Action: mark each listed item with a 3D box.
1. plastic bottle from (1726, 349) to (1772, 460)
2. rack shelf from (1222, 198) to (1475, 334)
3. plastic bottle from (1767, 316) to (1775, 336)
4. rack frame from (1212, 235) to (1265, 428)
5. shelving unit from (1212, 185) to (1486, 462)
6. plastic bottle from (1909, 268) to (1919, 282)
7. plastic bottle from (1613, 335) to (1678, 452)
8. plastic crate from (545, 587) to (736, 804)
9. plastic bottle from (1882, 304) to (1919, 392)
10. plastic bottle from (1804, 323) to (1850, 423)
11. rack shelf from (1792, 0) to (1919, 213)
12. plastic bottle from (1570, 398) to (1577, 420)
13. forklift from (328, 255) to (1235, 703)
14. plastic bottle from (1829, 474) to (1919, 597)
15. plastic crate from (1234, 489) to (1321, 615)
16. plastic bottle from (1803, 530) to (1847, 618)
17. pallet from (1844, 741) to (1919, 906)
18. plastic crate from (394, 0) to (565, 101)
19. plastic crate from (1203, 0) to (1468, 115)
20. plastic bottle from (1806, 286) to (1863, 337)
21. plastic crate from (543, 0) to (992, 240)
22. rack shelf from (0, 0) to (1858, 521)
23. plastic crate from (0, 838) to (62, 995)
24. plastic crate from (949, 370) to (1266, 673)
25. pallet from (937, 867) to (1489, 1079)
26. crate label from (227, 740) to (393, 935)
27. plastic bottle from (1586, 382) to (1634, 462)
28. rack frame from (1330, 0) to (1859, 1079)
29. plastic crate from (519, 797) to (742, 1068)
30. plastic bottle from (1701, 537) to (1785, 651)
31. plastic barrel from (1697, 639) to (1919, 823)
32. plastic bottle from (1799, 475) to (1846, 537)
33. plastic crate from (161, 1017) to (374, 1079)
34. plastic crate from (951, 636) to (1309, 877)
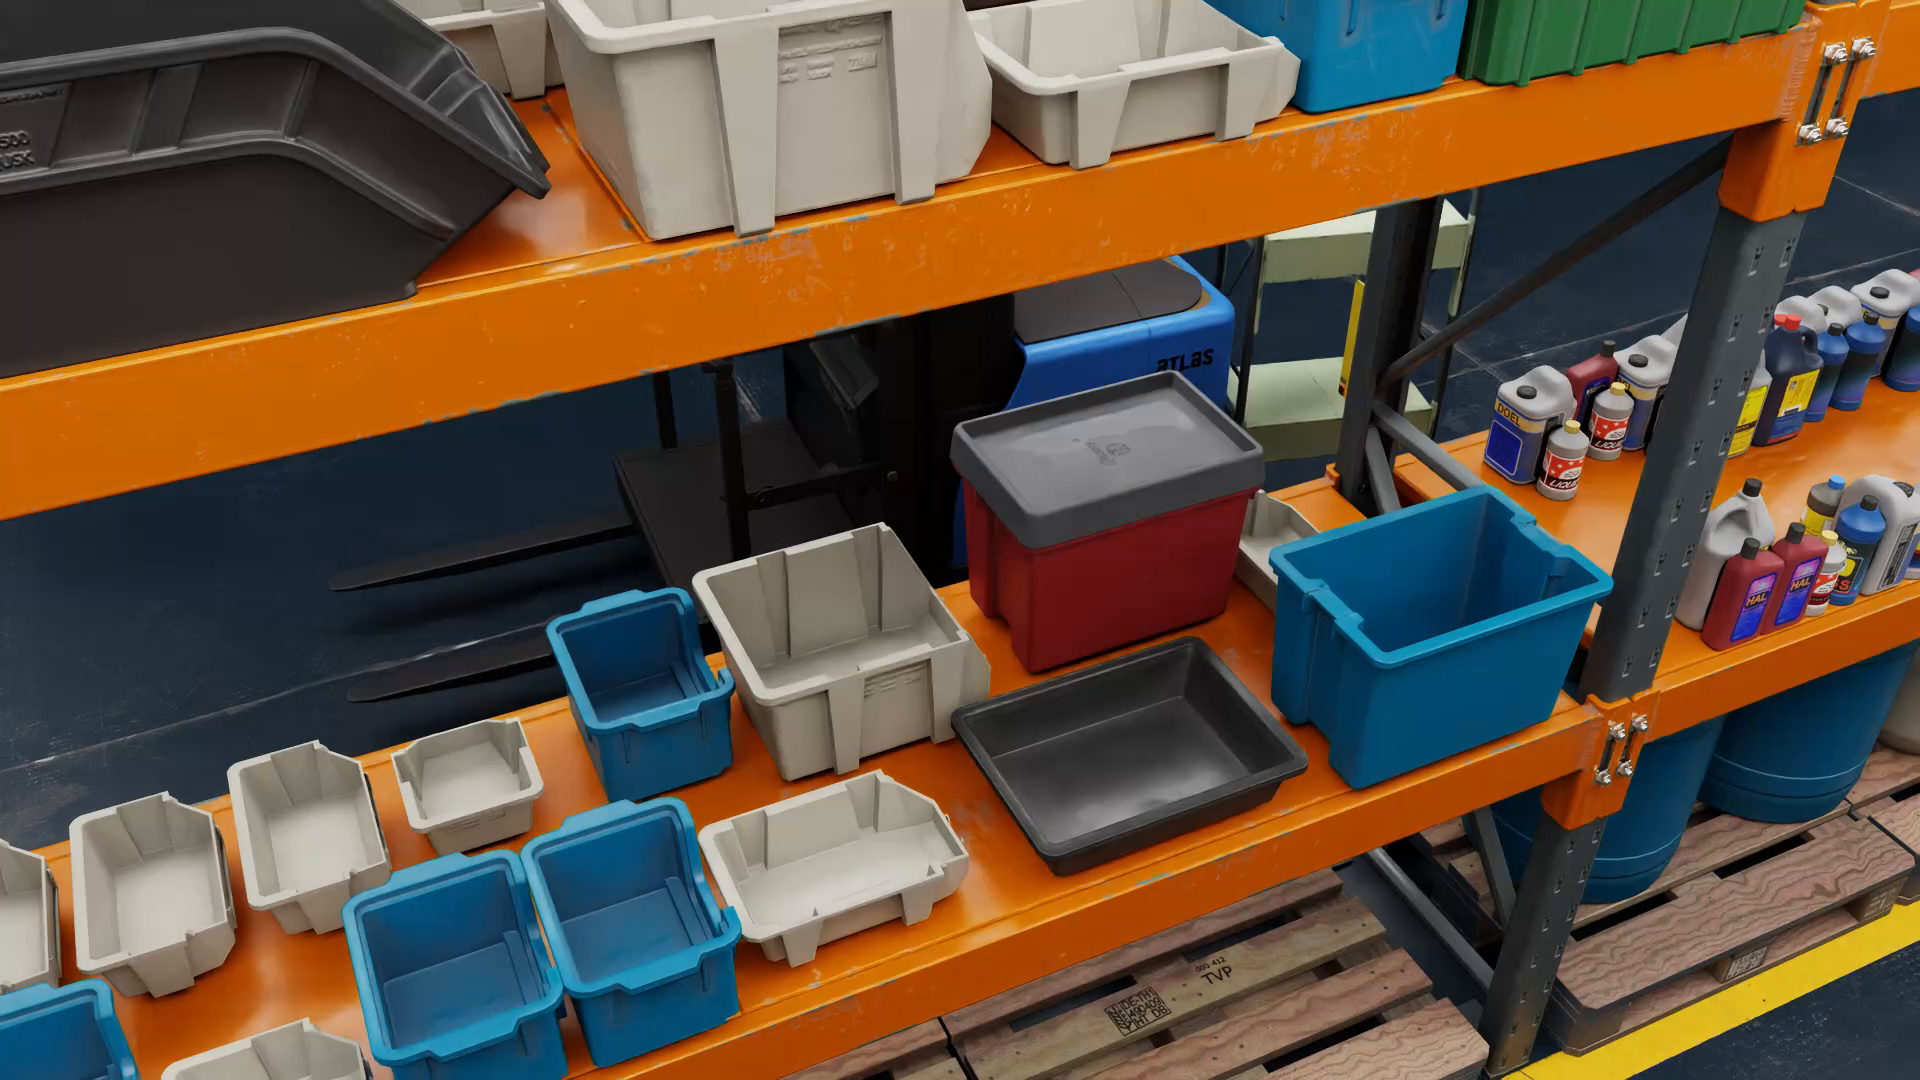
[{"bbox_3d":[1.984,-0.387,4.295,0.185,0.351,0.144,-16,39,-20],"label":"plastic bottle"},{"bbox_3d":[1.302,-0.996,5.678,0.720,0.370,0.431,-6,37,-8],"label":"rack shelf"},{"bbox_3d":[2.090,-0.511,4.463,0.185,0.351,0.144,-16,39,-20],"label":"plastic bottle"},{"bbox_3d":[0.942,-0.643,5.858,0.023,1.500,0.400,-6,37,-8],"label":"rack frame"},{"bbox_3d":[1.302,-0.682,5.910,0.755,1.500,0.431,-6,37,-8],"label":"shelving unit"},{"bbox_3d":[2.758,-0.699,4.772,0.133,0.283,0.061,-16,39,-20],"label":"plastic bottle"},{"bbox_3d":[1.779,-0.392,4.365,0.135,0.276,0.152,-16,39,-20],"label":"plastic bottle"},{"bbox_3d":[-0.642,0.322,3.388,0.300,0.233,0.416,-16,39,-20],"label":"plastic crate"},{"bbox_3d":[2.638,-0.548,4.579,0.097,0.271,0.097,0,37,0],"label":"plastic bottle"},{"bbox_3d":[2.306,-0.455,4.454,0.097,0.271,0.097,0,37,0],"label":"plastic bottle"},{"bbox_3d":[3.040,-1.497,3.837,4.000,0.370,1.077,-16,39,-20],"label":"rack shelf"},{"bbox_3d":[1.542,-0.314,4.322,0.097,0.201,0.097,0,37,0],"label":"plastic bottle"},{"bbox_3d":[-0.635,-1.019,5.164,3.031,2.935,1.130,-14,39,-18],"label":"forklift"},{"bbox_3d":[2.141,-0.030,3.877,0.135,0.276,0.152,-16,39,-20],"label":"plastic bottle"},{"bbox_3d":[0.747,0.047,3.839,0.243,0.136,0.396,-16,39,-20],"label":"plastic crate"},{"bbox_3d":[1.960,0.069,3.806,0.097,0.201,0.097,0,37,0],"label":"plastic bottle"},{"bbox_3d":[3.051,0.561,5.317,1.213,0.211,1.003,-16,39,-20],"label":"pallet"},{"bbox_3d":[-0.627,-0.819,2.539,0.530,0.136,0.437,-16,39,-20],"label":"plastic crate"},{"bbox_3d":[0.541,-0.810,2.447,0.300,0.233,0.416,-16,39,-20],"label":"plastic crate"},{"bbox_3d":[2.358,-0.554,4.583,0.135,0.276,0.152,-16,39,-20],"label":"plastic bottle"},{"bbox_3d":[-0.254,-0.615,2.142,0.530,0.282,0.437,-16,39,-20],"label":"plastic crate"},{"bbox_3d":[-0.581,-0.485,2.472,4.000,0.370,1.077,-16,39,-20],"label":"rack shelf"},{"bbox_3d":[-1.730,0.715,2.939,0.243,0.136,0.396,-16,39,-20],"label":"plastic crate"},{"bbox_3d":[0.314,-0.034,3.674,0.583,0.464,0.402,-16,39,-20],"label":"plastic crate"},{"bbox_3d":[0.580,1.252,4.385,1.213,0.211,1.003,-16,39,-20],"label":"pallet"},{"bbox_3d":[-1.220,0.566,3.140,0.243,0.136,0.396,-16,39,-20],"label":"crate label"},{"bbox_3d":[1.689,-0.315,4.323,0.097,0.201,0.097,0,37,0],"label":"plastic bottle"},{"bbox_3d":[1.229,-0.075,3.834,0.127,3.000,1.000,-16,39,-20],"label":"rack frame"},{"bbox_3d":[-0.565,0.686,2.897,0.300,0.233,0.416,-16,39,-20],"label":"plastic crate"},{"bbox_3d":[1.742,0.109,3.683,0.133,0.283,0.061,-16,39,-20],"label":"plastic bottle"},{"bbox_3d":[2.370,0.291,4.749,0.708,0.901,0.600,-16,39,-20],"label":"plastic barrel"},{"bbox_3d":[2.072,-0.062,3.983,0.097,0.201,0.097,0,37,0],"label":"plastic bottle"},{"bbox_3d":[-1.089,0.926,2.655,0.298,0.136,0.250,-16,39,-20],"label":"plastic crate"},{"bbox_3d":[0.330,0.439,3.320,0.590,0.125,0.437,-16,39,-20],"label":"plastic crate"}]
